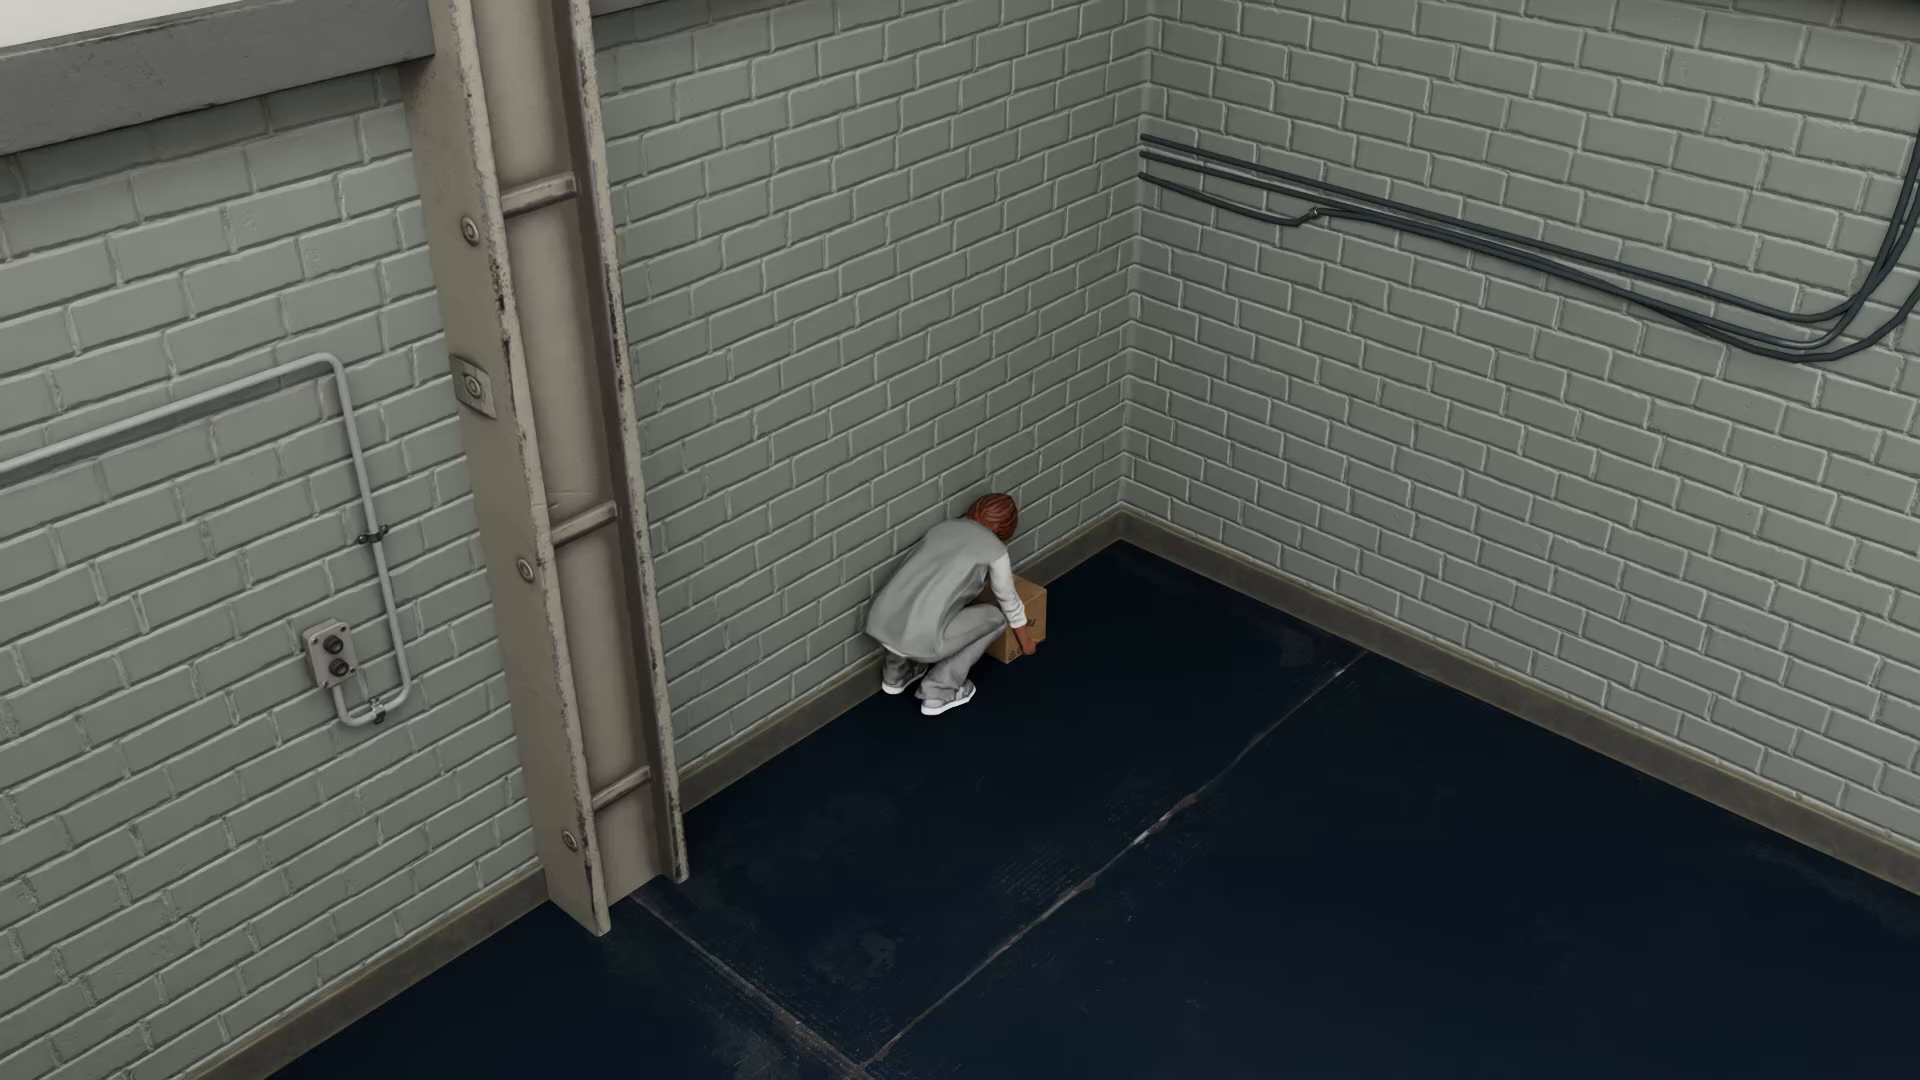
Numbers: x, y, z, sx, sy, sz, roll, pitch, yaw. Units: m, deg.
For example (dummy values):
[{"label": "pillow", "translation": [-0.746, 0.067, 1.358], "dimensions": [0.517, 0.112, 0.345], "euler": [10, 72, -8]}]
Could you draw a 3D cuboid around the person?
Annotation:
[{"label": "person", "translation": [-0.036, 0.283, 6.611], "dimensions": [0.433, 0.753, 0.840], "euler": [25, 40, 34]}]
